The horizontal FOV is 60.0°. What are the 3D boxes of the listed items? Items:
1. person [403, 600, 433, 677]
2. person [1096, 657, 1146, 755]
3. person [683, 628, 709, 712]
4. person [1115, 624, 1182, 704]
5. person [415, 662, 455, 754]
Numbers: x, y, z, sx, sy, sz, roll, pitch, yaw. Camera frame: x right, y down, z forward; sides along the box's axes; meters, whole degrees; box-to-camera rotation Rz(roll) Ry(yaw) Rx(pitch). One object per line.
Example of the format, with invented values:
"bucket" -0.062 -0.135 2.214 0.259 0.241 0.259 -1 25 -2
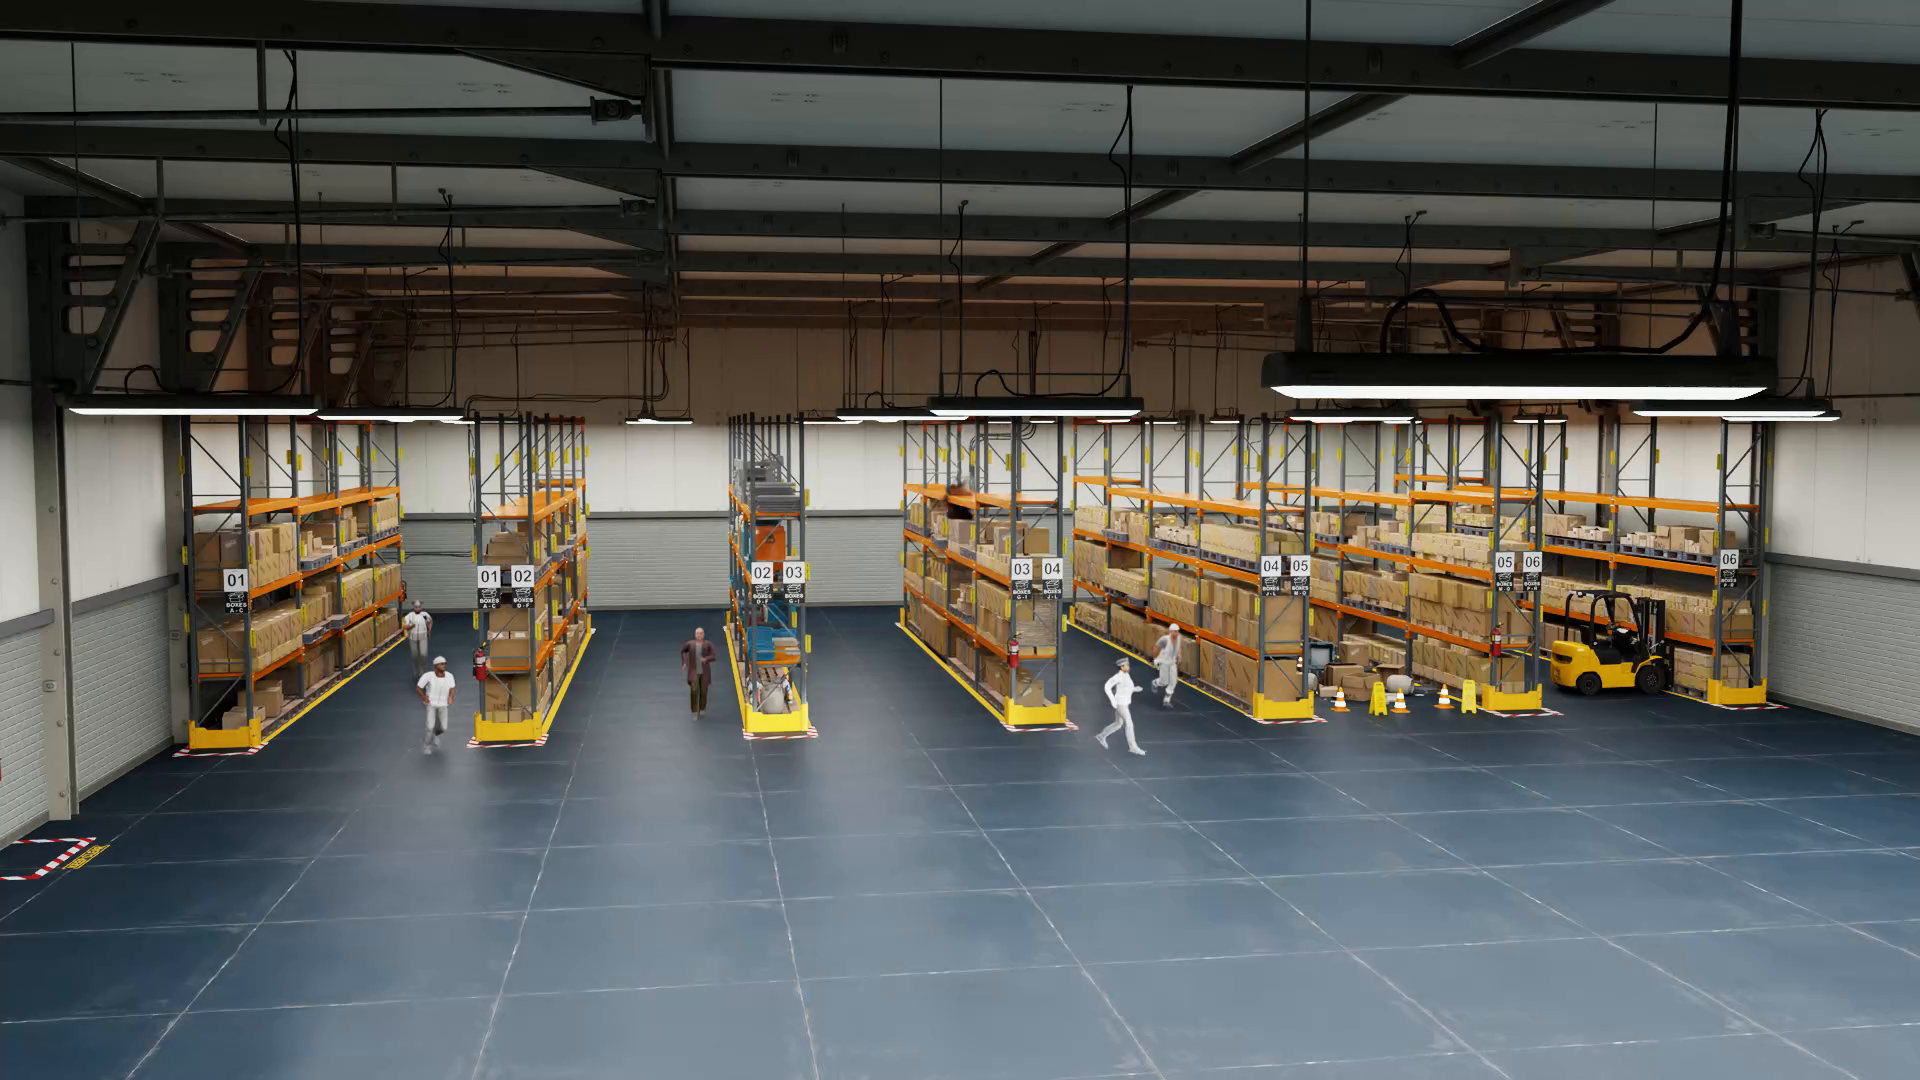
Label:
"person" -12.285 2.273 37.705 0.642 1.835 0.763 -1 4 -18
"person" 2.807 2.874 29.040 0.943 1.683 0.608 2 4 25
"person" -5.100 2.553 32.508 0.643 1.675 0.781 -1 4 -11
"person" 3.557 2.691 31.734 4.567 1.644 4.306 -2 5 -32
"person" -9.219 2.912 29.308 0.704 1.644 0.563 -3 5 -33
